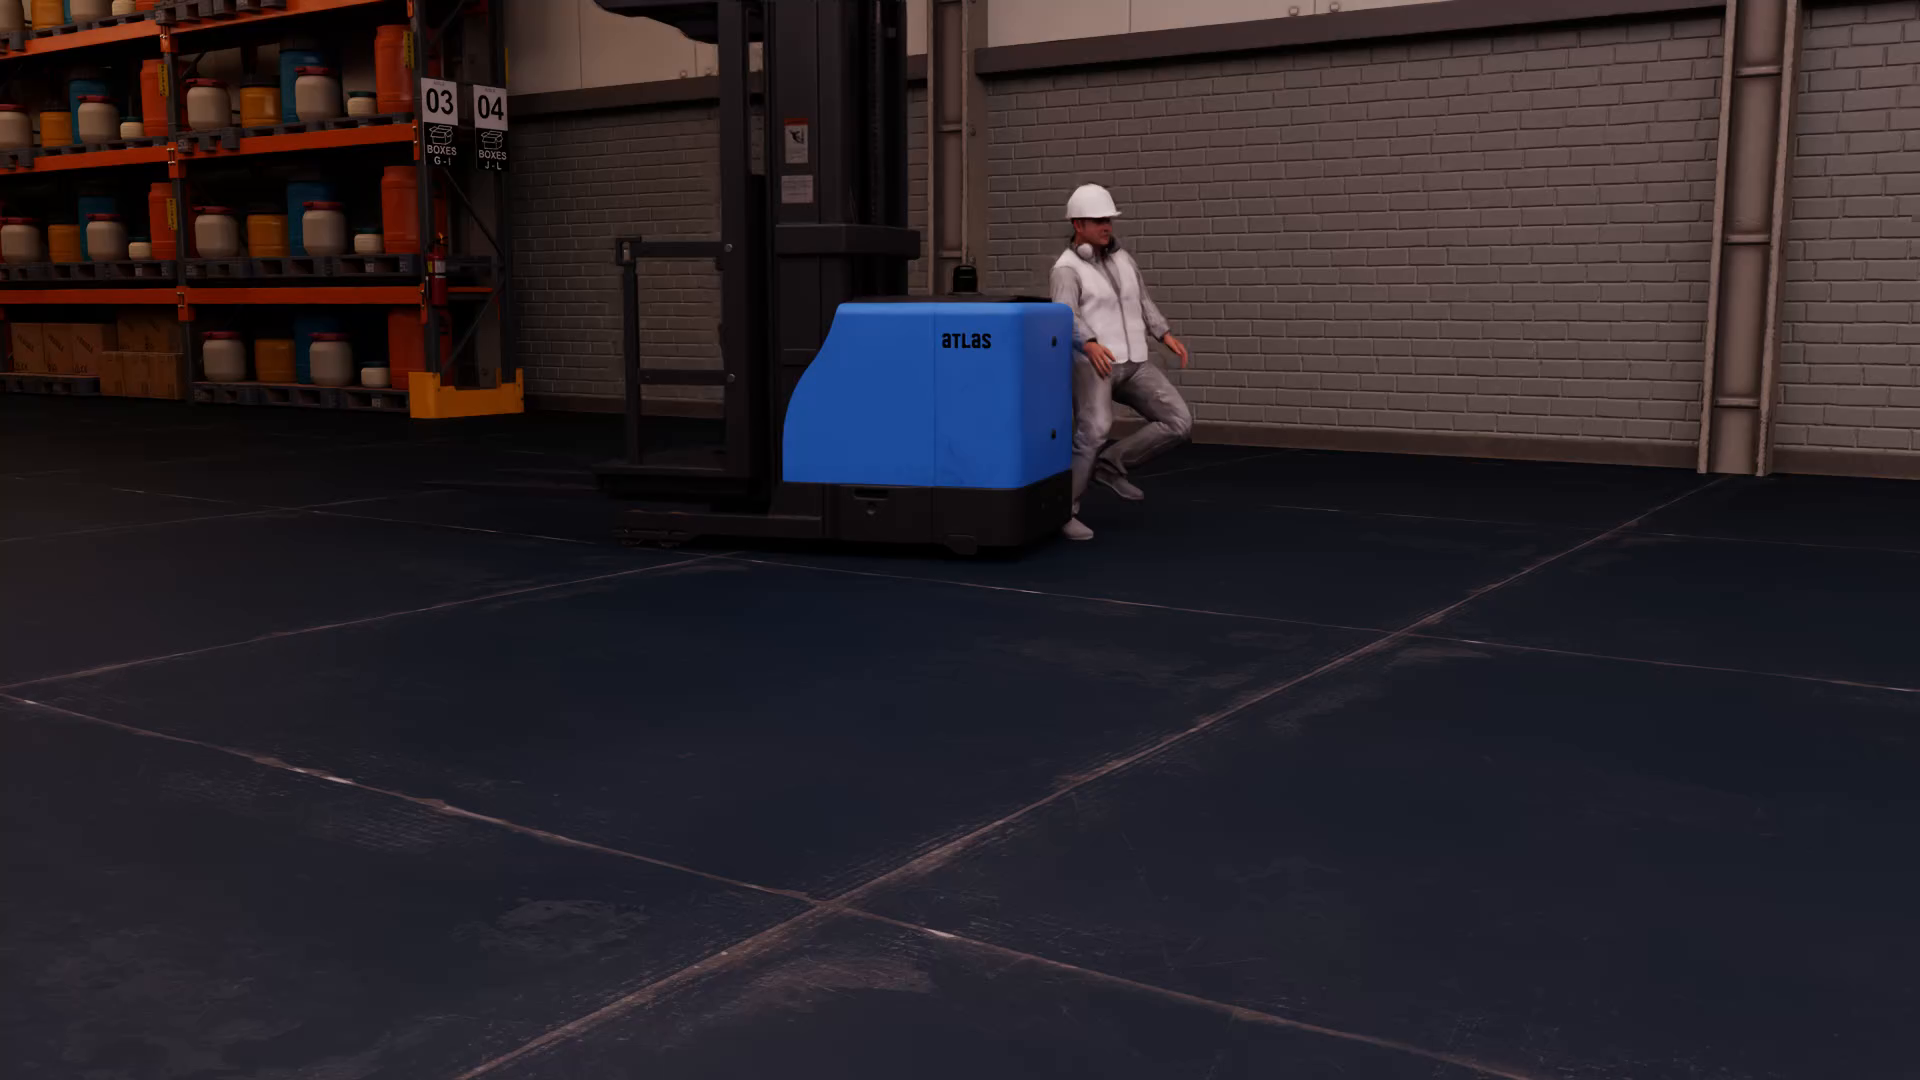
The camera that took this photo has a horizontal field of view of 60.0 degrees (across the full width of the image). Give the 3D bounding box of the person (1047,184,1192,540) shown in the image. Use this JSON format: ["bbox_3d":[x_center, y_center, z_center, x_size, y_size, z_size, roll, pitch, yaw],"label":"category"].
[{"bbox_3d":[0.726,-0.853,7.873,0.780,1.639,0.681,-6,10,-34],"label":"person"}]

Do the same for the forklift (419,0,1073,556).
[{"bbox_3d":[-1.041,-1.483,7.620,3.031,2.935,1.130,3,8,17],"label":"forklift"}]
